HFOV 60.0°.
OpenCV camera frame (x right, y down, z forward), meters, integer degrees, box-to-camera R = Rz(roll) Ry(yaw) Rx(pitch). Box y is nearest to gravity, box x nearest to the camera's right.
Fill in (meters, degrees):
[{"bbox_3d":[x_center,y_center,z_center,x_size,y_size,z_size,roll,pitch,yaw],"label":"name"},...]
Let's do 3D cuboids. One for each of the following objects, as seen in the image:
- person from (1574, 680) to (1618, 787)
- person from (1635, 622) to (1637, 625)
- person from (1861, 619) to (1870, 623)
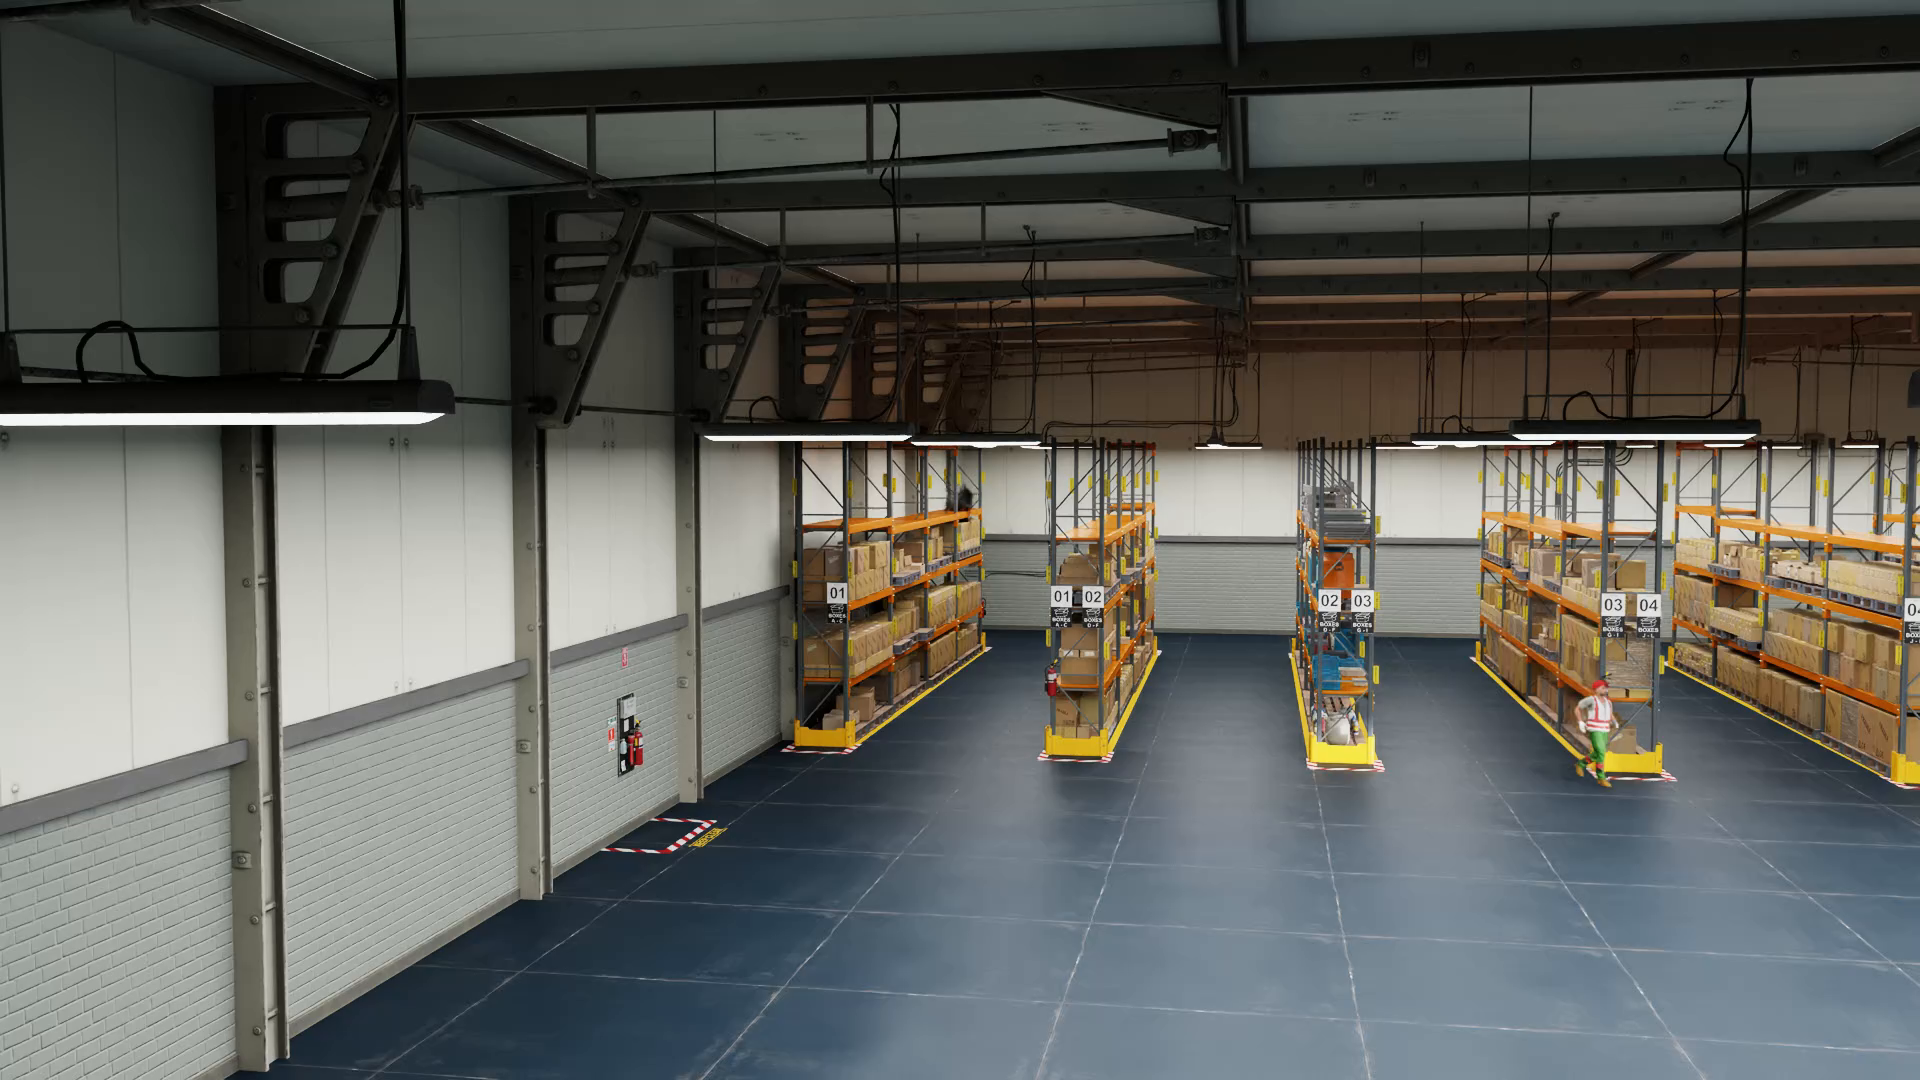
[{"bbox_3d":[11.038,3.318,28.741,0.716,1.769,0.861,-1,3,-24],"label":"person"},{"bbox_3d":[17.810,2.473,44.784,0.968,1.759,0.743,-2,4,-39],"label":"person"},{"bbox_3d":[24.599,2.557,45.131,0.508,1.568,0.695,2,4,31],"label":"person"}]
